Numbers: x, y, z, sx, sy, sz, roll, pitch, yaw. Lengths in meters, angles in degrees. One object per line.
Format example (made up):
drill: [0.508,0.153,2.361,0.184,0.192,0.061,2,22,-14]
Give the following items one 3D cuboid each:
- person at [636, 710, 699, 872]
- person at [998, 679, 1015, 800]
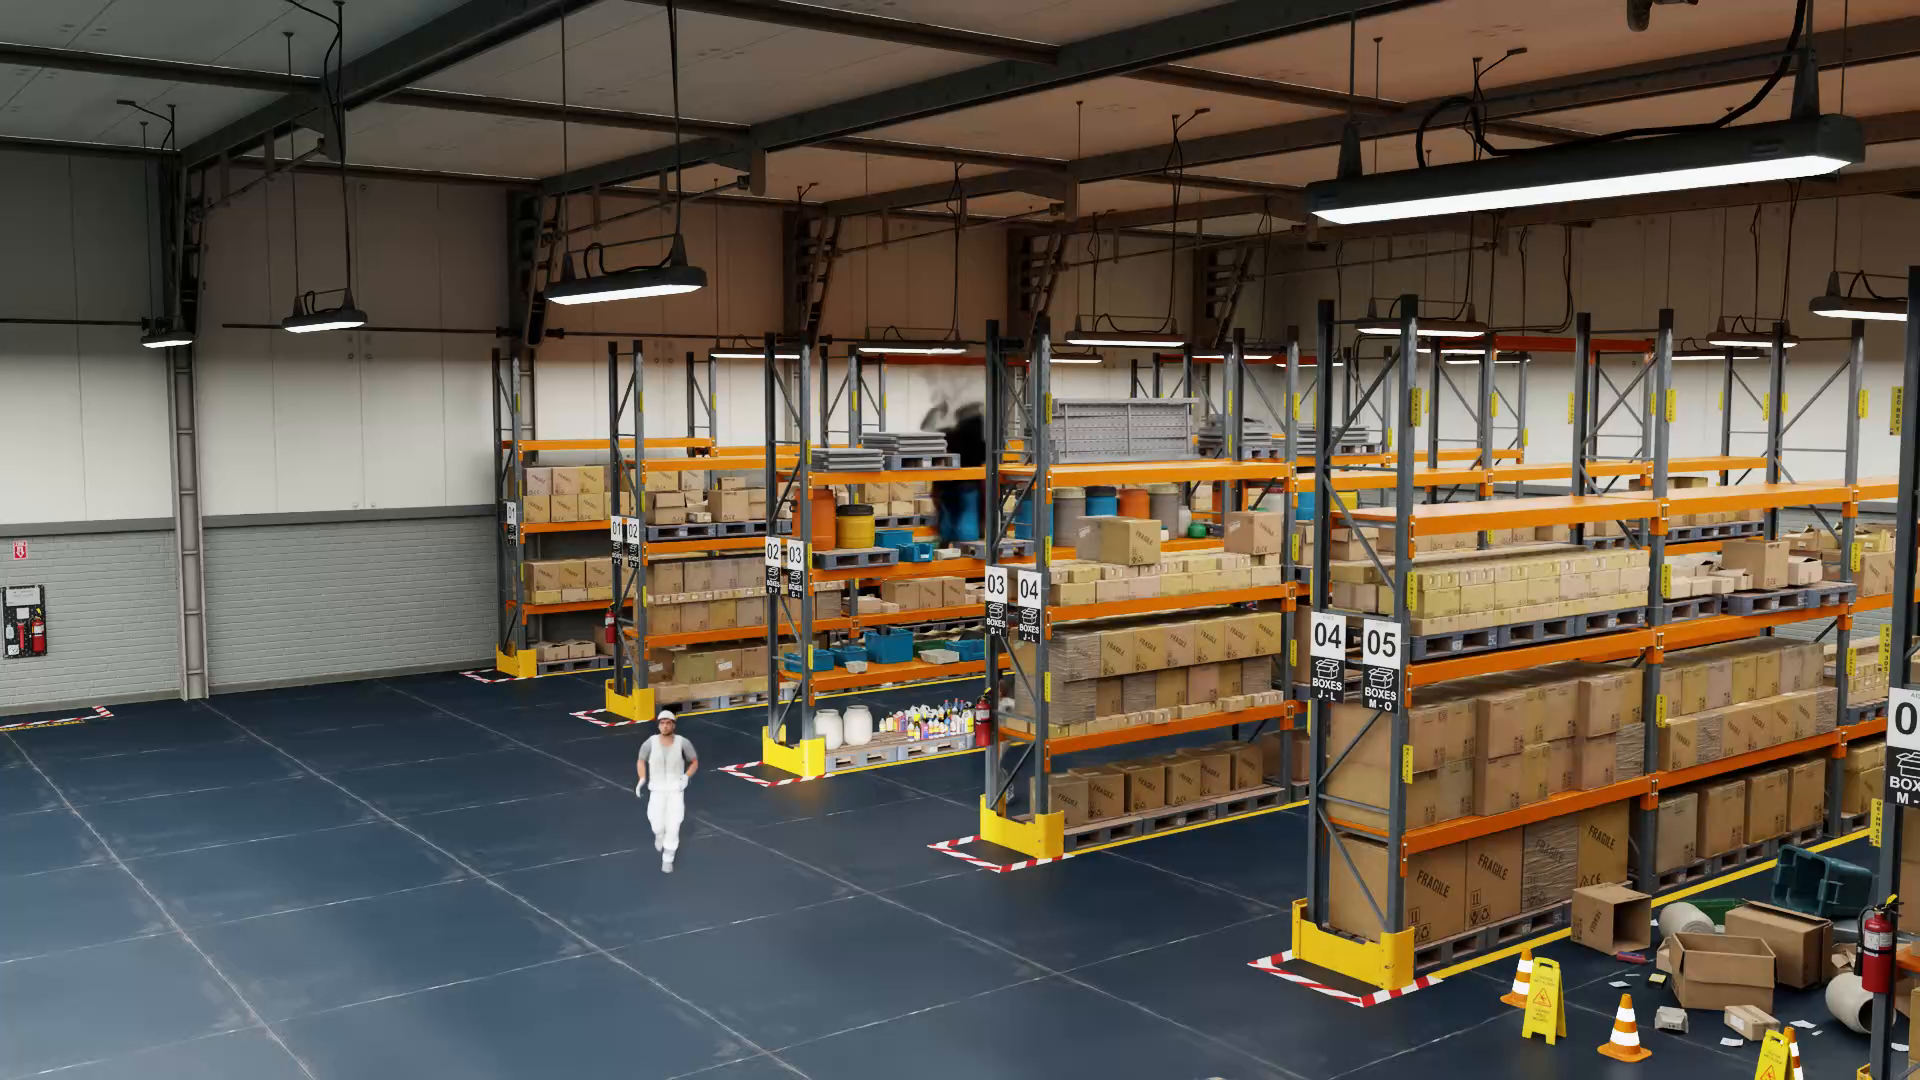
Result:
person: [-3.184,2.716,18.124,0.669,1.737,0.596,-1,5,-6]
person: [0.474,2.591,20.816,0.625,1.513,0.515,-5,7,-44]
